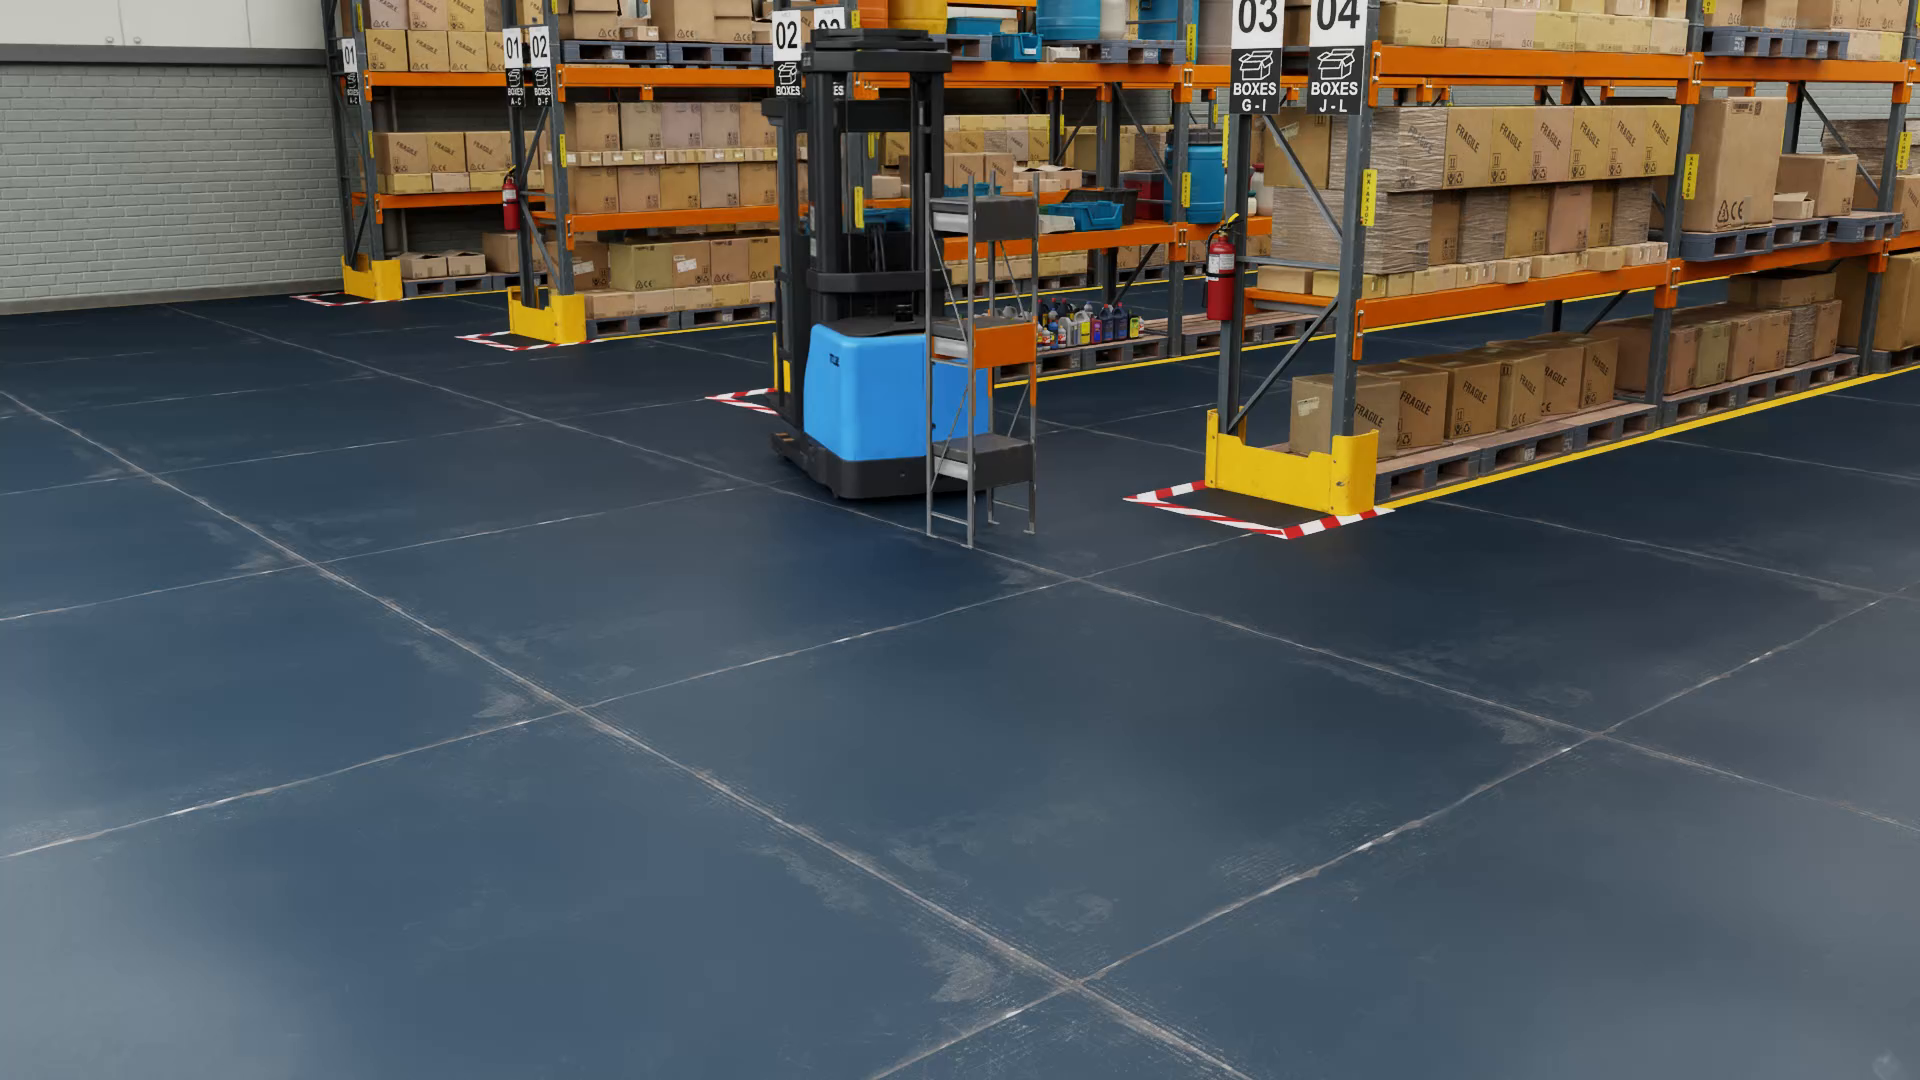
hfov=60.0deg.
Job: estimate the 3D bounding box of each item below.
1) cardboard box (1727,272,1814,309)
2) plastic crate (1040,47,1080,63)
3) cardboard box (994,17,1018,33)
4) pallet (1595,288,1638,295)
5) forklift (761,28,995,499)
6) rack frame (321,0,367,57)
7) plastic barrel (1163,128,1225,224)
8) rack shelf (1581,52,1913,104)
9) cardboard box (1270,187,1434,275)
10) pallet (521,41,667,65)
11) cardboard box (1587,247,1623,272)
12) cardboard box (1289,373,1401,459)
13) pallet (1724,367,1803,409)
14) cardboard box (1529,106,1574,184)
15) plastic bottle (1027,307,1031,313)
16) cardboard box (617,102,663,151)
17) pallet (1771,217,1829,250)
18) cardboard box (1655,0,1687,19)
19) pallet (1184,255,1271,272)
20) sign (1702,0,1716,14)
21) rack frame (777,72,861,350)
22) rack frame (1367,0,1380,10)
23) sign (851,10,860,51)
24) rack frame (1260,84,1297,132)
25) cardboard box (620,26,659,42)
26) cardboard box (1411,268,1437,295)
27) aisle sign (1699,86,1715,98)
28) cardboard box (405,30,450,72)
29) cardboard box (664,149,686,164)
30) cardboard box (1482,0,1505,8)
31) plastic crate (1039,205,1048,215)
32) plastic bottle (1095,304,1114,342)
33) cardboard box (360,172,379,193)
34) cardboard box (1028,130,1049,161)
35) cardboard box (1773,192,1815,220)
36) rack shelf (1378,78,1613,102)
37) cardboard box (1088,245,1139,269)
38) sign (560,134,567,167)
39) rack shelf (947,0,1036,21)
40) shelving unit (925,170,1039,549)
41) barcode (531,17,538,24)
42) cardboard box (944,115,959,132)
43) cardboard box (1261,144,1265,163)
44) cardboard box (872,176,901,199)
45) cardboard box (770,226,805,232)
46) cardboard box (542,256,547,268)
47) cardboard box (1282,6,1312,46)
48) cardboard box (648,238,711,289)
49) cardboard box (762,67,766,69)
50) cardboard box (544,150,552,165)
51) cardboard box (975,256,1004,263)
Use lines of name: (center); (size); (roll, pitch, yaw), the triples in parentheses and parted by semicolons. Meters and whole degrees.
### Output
cardboard box: (7.222, -2.230, 14.826); (0.500, 0.250, 0.500); (-10, 18, -33)
plastic crate: (0.887, -4.332, 14.855); (0.396, 0.136, 0.243); (-13, 19, -39)
cardboard box: (0.614, -8.594, 27.799); (0.500, 0.250, 0.500); (-11, 18, -35)
pallet: (8.396, -3.501, 22.449); (1.213, 0.211, 1.003); (-13, 19, -39)
forklift: (-0.729, -2.010, 11.595); (1.130, 2.935, 3.031); (-5, 16, -19)
rack frame: (-7.689, -7.511, 20.430); (0.127, 3.000, 1.000); (-13, 19, -39)
plastic barrel: (2.322, -3.610, 16.480); (0.708, 0.901, 0.600); (-13, 19, -39)
rack shelf: (6.592, -3.837, 13.885); (4.000, 0.370, 1.077); (-13, 19, -39)
cardboard box: (2.499, -1.999, 10.651); (0.500, 0.500, 0.875); (-13, 19, -39)
pallet: (-3.884, -5.170, 17.650); (1.213, 0.211, 1.003); (-13, 19, -39)
cardboard box: (4.576, -2.047, 12.086); (0.250, 0.149, 0.380); (-13, 19, -39)
cardboard box: (2.548, -0.817, 11.026); (0.500, 0.500, 0.500); (-9, 17, -29)
pallet: (6.591, -1.390, 14.543); (1.213, 0.211, 1.003); (-13, 19, -39)
cardboard box: (3.791, -2.689, 11.295); (0.500, 0.500, 0.500); (-13, 19, -39)
plastic bottle: (0.657, -2.153, 16.411); (0.133, 0.283, 0.061); (-12, 19, -37)
cardboard box: (-3.640, -4.499, 18.074); (0.500, 0.500, 0.700); (-13, 20, -41)
pallet: (6.635, -2.638, 14.187); (1.213, 0.211, 1.003); (-13, 19, -39)
cardboard box: (5.028, -3.855, 12.075); (0.250, 0.149, 0.380); (-12, 19, -38)
pallet: (4.030, -4.189, 25.023); (1.213, 0.211, 1.003); (-13, 19, -39)
sign: (5.445, -3.991, 12.066); (0.005, 0.325, 0.100); (-13, 19, -39)
rack frame: (-1.185, -2.683, 13.984); (0.127, 3.000, 1.000); (-13, 19, -39)
rack frame: (2.066, -4.618, 9.600); (0.127, 3.000, 1.000); (-13, 19, -39)
sign: (-0.828, -4.029, 13.192); (0.005, 0.325, 0.100); (-13, 19, -39)
rack frame: (4.618, -5.681, 25.207); (0.127, 3.000, 1.000); (-13, 19, -39)
cardboard box: (-3.431, -5.412, 17.787); (0.250, 0.149, 0.380); (-13, 19, -39)
cardboard box: (2.837, -1.678, 10.705); (0.250, 0.149, 0.380); (-13, 19, -39)
aisle sign: (10.744, -6.720, 24.058); (0.004, 0.787, 0.394); (-13, 19, -39)
cardboard box: (-6.844, -6.211, 21.146); (0.500, 0.500, 0.500); (-11, 19, -36)
cardboard box: (-3.219, -4.210, 18.247); (0.250, 0.149, 0.380); (-14, 20, -41)
cardboard box: (3.232, -3.455, 10.576); (0.250, 0.149, 0.380); (-13, 20, -40)
plastic crate: (0.623, -3.084, 15.893); (0.662, 0.188, 0.450); (-13, 19, -39)
plastic bottle: (1.391, -2.096, 16.065); (0.185, 0.351, 0.144); (-14, 20, -42)
cardboard box: (-7.463, -4.666, 21.659); (0.500, 0.250, 0.500); (-12, 19, -39)
cardboard box: (1.181, -6.719, 28.284); (0.500, 0.500, 0.500); (-13, 20, -40)
cardboard box: (7.020, -2.877, 14.156); (0.258, 0.266, 0.396); (-13, 20, -41)
rack shelf: (6.358, -5.479, 20.031); (4.000, 0.370, 1.077); (-13, 19, -39)
cardboard box: (2.132, -4.030, 23.016); (0.500, 0.500, 0.500); (-12, 19, -37)
sign: (-4.074, -3.996, 17.066); (0.005, 0.325, 0.100); (-13, 19, -39)
rack shelf: (-0.145, -8.664, 26.916); (4.000, 0.370, 1.077); (-13, 19, -39)
shelving unit: (0.125, -1.042, 9.584); (0.503, 2.100, 0.431); (-13, 19, -39)
barcode: (-4.523, -5.523, 17.677); (0.075, 0.075, 0.001); (-13, 19, -39)
cardboard box: (-0.362, -6.735, 26.889); (0.500, 0.250, 0.500); (-12, 19, -39)
cardboard box: (4.827, -5.864, 25.698); (0.500, 0.500, 0.500); (-12, 19, -38)
cardboard box: (-1.074, -4.345, 20.496); (0.500, 0.250, 0.500); (-11, 19, -36)
cardboard box: (-1.972, -3.545, 20.271); (0.500, 0.500, 0.500); (-13, 19, -39)
cardboard box: (-5.891, -3.858, 23.052); (0.380, 0.149, 0.250); (14, 20, 42)
cardboard box: (2.263, -3.227, 10.497); (0.500, 0.250, 0.500); (-12, 19, -38)
cardboard box: (-3.139, -3.105, 18.623); (0.500, 0.500, 0.500); (-13, 19, -39)
cardboard box: (-2.692, -7.275, 25.120); (0.637, 0.503, 0.797); (-9, 18, -32)
cardboard box: (-4.271, -4.112, 17.881); (0.250, 0.149, 0.380); (-13, 20, -40)
cardboard box: (0.218, -3.754, 21.418); (0.500, 0.311, 0.500); (-12, 19, -38)
